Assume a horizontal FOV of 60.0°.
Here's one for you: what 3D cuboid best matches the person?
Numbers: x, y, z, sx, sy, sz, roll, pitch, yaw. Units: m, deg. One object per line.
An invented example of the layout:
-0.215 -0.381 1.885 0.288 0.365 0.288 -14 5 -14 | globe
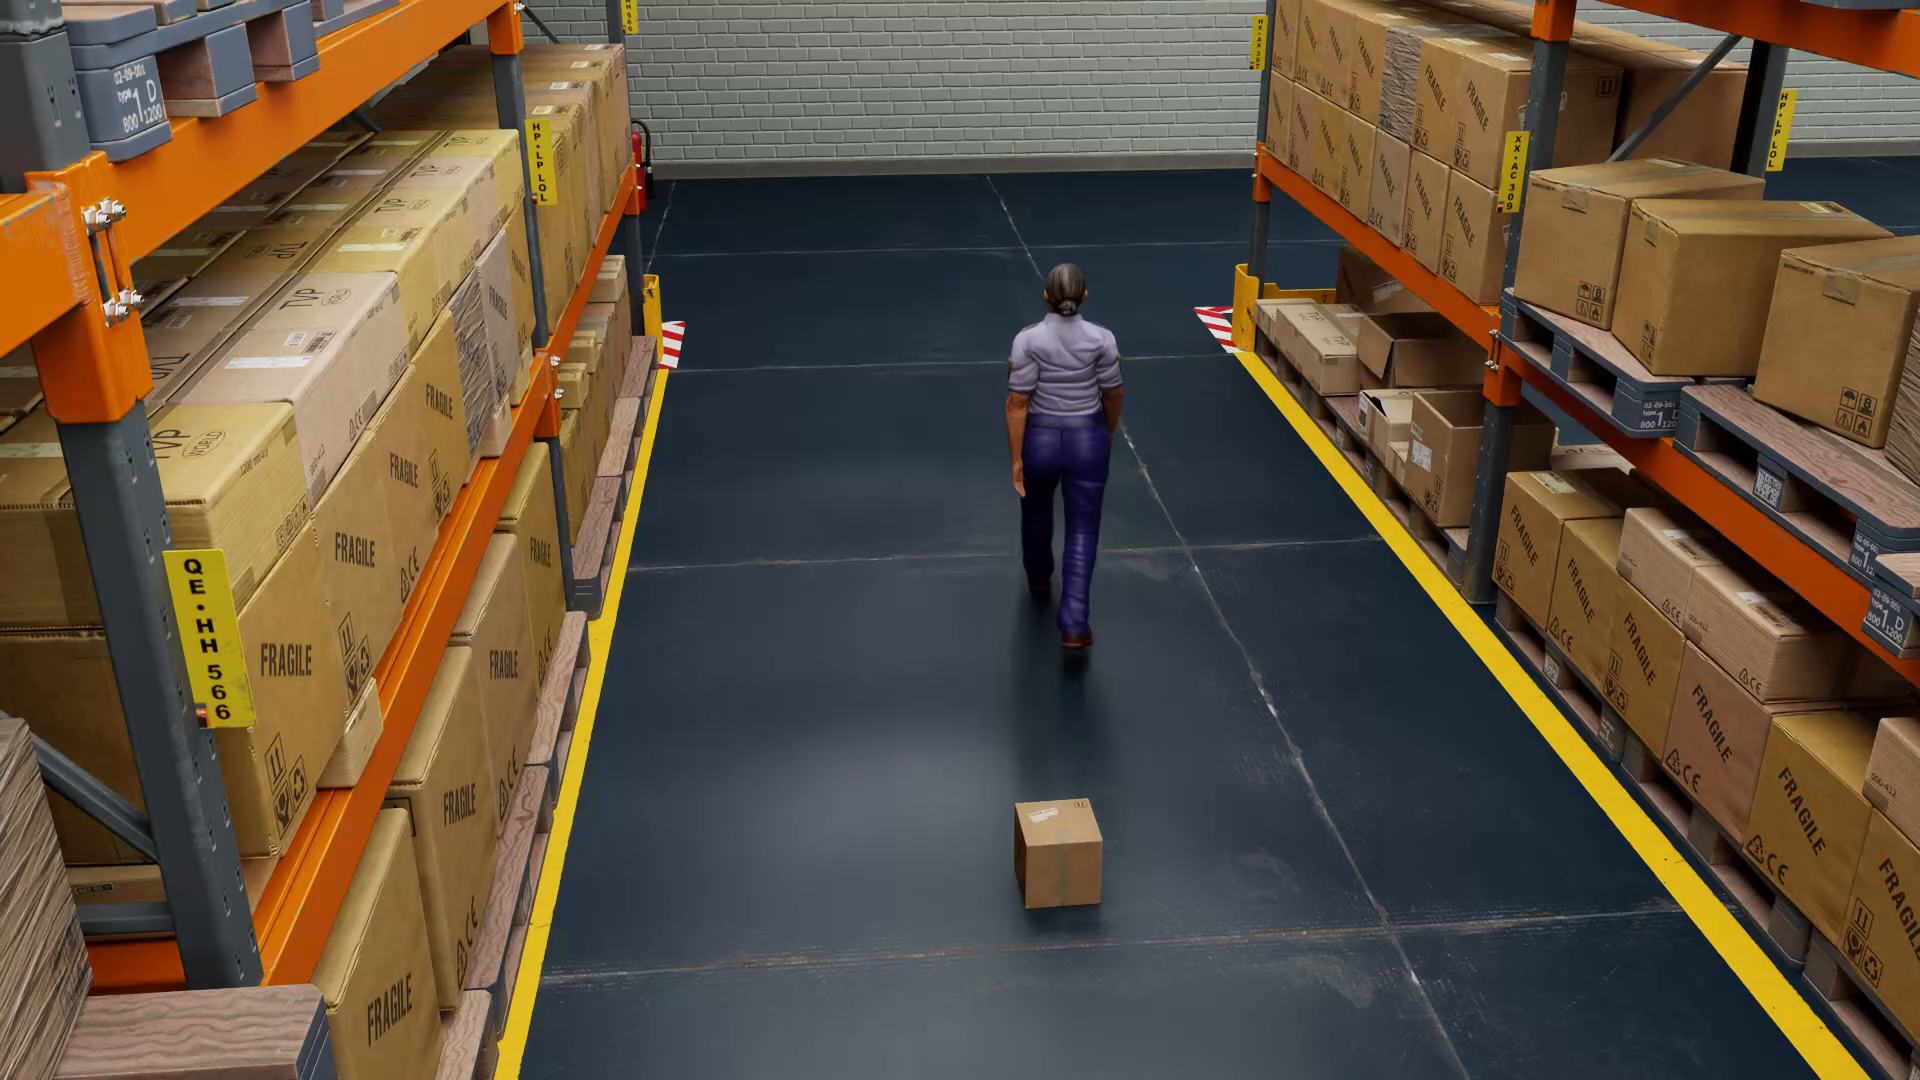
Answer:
0.439 -0.395 7.005 0.482 1.590 1.025 2 24 6 | person
